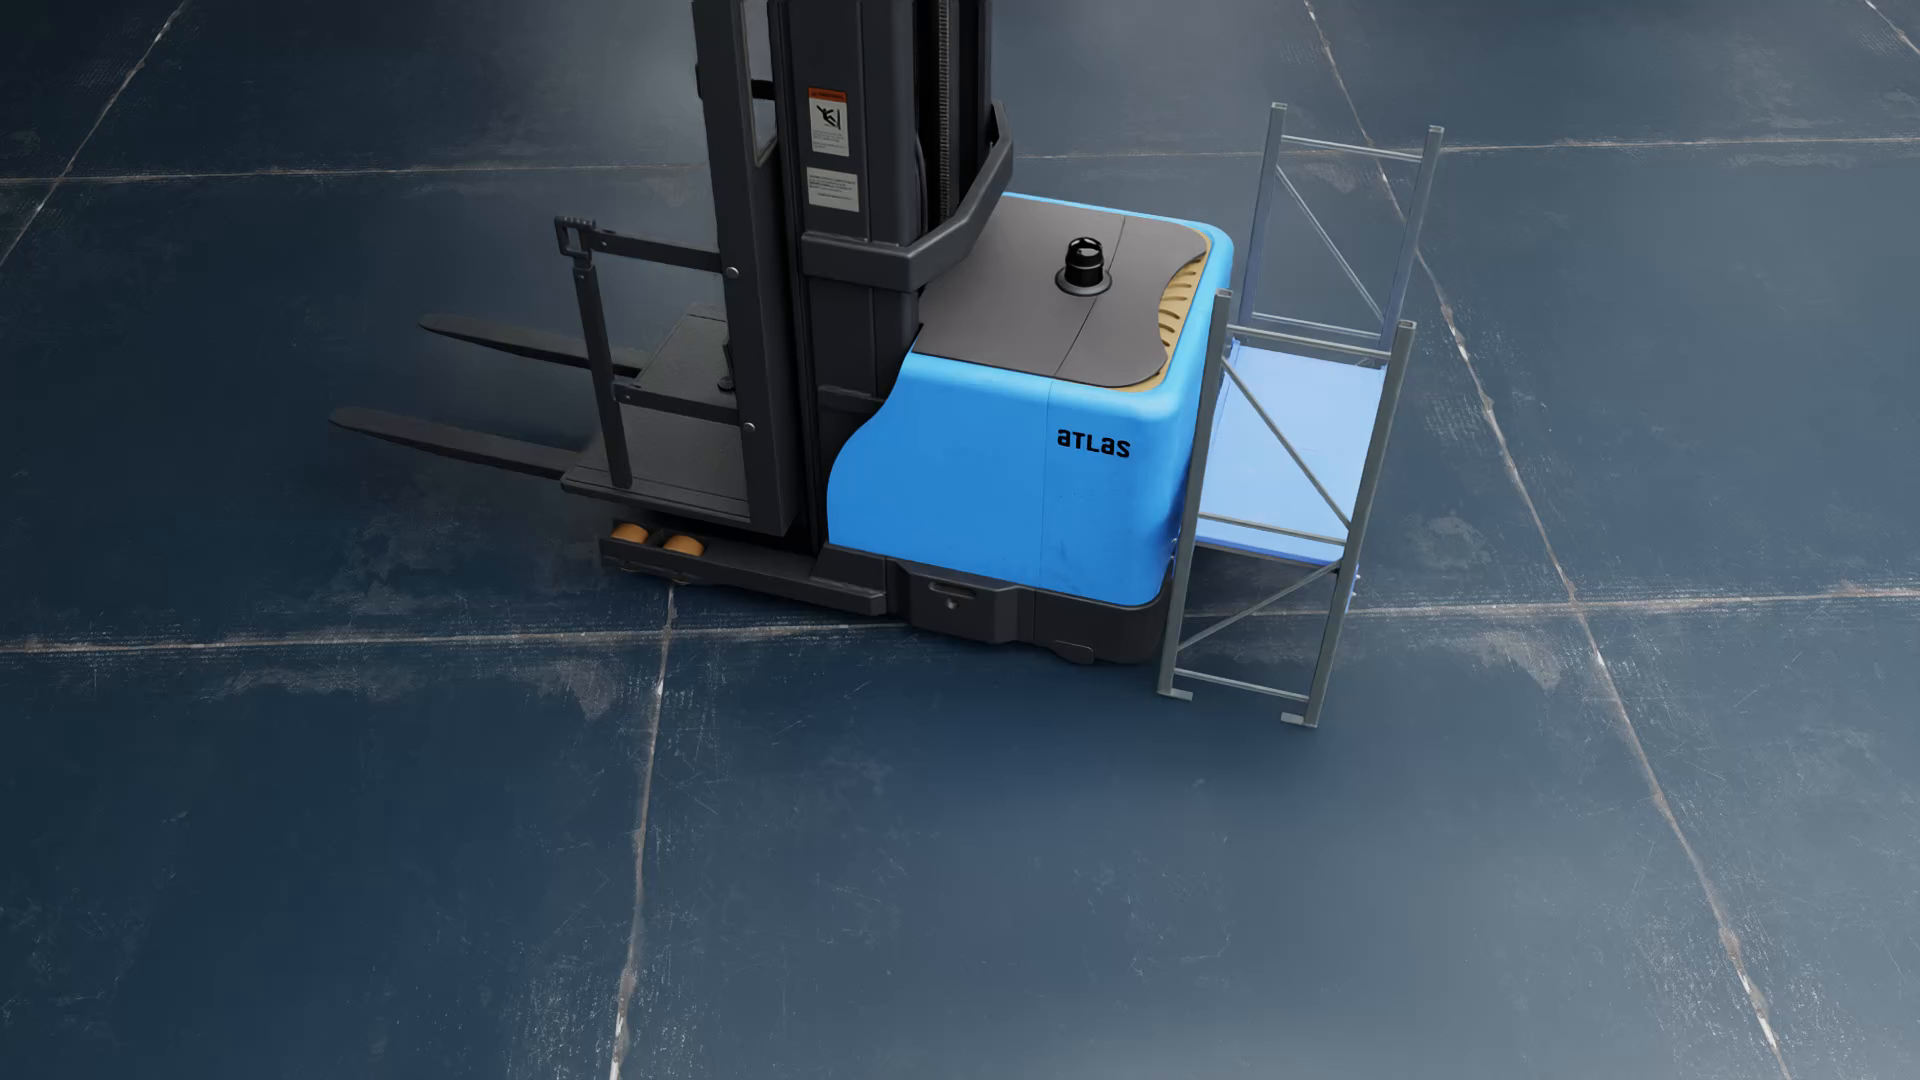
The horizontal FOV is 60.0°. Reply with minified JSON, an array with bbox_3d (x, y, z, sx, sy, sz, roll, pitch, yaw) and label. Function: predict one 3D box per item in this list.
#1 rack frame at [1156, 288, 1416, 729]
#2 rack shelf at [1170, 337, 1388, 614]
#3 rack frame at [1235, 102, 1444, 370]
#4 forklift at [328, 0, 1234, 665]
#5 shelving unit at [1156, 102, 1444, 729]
[{"bbox_3d":[0.873,-0.029,4.665,0.500,1.500,0.032,12,44,11],"label":"rack frame"},{"bbox_3d":[1.009,-0.227,5.147,0.538,0.185,1.000,12,44,11],"label":"rack shelf"},{"bbox_3d":[1.152,-0.690,5.385,0.500,1.500,0.032,12,44,11],"label":"rack frame"},{"bbox_3d":[-0.699,-1.261,4.956,3.031,2.935,1.130,12,44,13],"label":"forklift"},{"bbox_3d":[1.012,-0.359,5.025,0.538,1.500,1.048,12,44,11],"label":"shelving unit"}]
